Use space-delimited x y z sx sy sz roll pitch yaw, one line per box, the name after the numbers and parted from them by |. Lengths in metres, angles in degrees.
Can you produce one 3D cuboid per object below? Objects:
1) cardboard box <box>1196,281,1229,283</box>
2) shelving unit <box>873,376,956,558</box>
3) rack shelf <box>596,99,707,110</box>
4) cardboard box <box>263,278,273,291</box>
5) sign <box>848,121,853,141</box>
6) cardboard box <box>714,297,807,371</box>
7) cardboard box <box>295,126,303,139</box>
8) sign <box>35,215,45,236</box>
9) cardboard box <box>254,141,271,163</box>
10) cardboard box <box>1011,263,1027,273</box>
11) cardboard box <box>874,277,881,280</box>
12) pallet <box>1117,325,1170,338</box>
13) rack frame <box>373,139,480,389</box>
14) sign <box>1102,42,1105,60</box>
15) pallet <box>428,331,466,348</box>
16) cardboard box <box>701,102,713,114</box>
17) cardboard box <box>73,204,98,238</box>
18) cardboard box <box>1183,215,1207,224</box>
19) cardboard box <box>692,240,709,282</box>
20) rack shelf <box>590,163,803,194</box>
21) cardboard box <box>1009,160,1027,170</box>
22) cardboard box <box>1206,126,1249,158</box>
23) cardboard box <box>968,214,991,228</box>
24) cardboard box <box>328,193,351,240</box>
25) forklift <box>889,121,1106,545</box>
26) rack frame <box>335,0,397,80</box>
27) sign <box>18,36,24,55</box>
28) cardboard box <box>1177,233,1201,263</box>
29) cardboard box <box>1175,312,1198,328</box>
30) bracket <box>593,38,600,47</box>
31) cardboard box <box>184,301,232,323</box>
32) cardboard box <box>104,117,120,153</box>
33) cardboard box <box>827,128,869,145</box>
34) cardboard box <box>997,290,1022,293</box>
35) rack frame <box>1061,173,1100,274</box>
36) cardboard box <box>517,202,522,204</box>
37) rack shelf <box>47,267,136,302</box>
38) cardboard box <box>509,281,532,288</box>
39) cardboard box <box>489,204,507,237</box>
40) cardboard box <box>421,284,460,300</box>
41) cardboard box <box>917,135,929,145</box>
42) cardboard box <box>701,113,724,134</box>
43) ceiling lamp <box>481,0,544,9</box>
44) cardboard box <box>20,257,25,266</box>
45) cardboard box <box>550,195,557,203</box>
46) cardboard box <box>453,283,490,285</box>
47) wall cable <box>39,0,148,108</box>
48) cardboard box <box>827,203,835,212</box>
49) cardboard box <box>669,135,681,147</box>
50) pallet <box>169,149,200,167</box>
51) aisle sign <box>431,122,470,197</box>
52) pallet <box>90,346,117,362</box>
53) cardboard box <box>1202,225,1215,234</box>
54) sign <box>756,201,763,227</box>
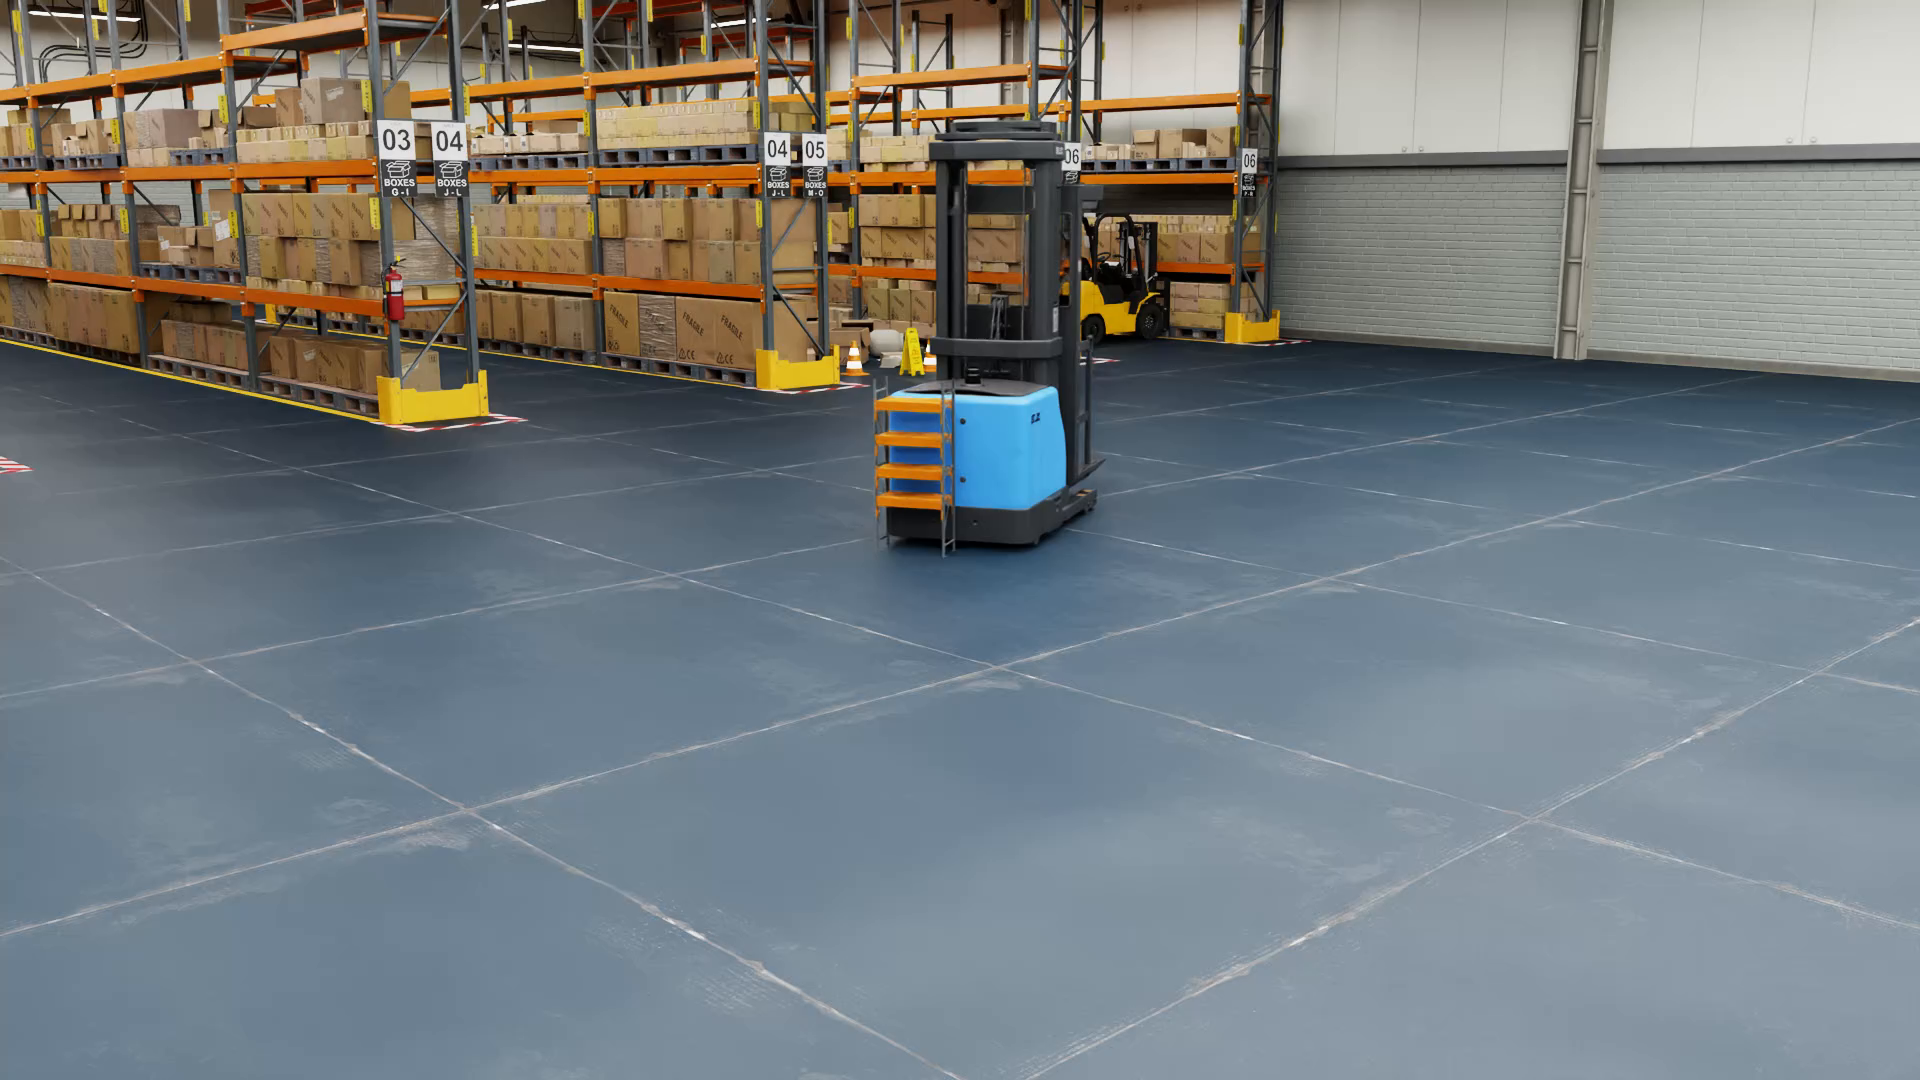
4.436 -4.399 29.126 0.500 0.250 0.500 -11 16 -42 | cardboard box
-0.310 -0.503 11.373 0.503 1.200 0.258 4 13 18 | shelving unit
-5.514 -8.039 31.404 1.077 0.370 4.000 -11 16 -43 | rack shelf
-8.251 -3.125 20.268 0.380 0.149 0.250 -11 16 -43 | cardboard box
-1.770 -6.611 26.873 0.100 0.325 0.005 -11 16 -43 | sign
-2.635 -2.740 22.000 0.875 0.875 0.875 -11 16 -42 | cardboard box
-7.406 -4.675 19.119 0.380 0.149 0.250 -10 16 -41 | cardboard box
-14.463 -4.945 26.138 0.100 0.325 0.005 -11 16 -43 | sign
-8.043 -4.610 19.792 0.500 0.250 0.500 -11 16 -43 | cardboard box
0.979 -4.091 24.958 0.380 0.149 0.250 -10 15 -41 | cardboard box
-1.580 -5.510 34.769 0.380 0.149 0.250 -10 15 -41 | cardboard box
3.582 -3.800 29.831 1.003 0.211 1.213 -11 16 -43 | pallet
-5.776 -2.808 18.109 1.000 3.000 0.127 -11 16 -43 | rack frame
2.635 -9.013 30.648 0.100 0.325 0.005 -11 16 -43 | sign
-8.182 -3.401 27.895 1.003 0.211 1.213 -11 16 -43 | pallet
-3.125 -5.590 21.533 0.380 0.149 0.250 -11 16 -42 | cardboard box
-13.150 -4.906 25.558 0.797 0.503 0.637 -11 16 -42 | cardboard box
4.068 -5.530 28.725 0.380 0.149 0.250 -11 16 -42 | cardboard box
-3.099 -3.783 22.466 0.875 0.550 0.550 -11 16 -43 | cardboard box
-3.500 -4.894 22.579 1.077 0.370 4.000 -11 16 -43 | rack shelf
0.943 -5.549 24.598 0.380 0.149 0.250 -11 16 -42 | cardboard box
4.497 -6.685 27.956 0.500 0.500 0.500 -10 15 -41 | cardboard box
0.537 -4.993 25.249 0.700 0.500 0.500 -11 16 -42 | cardboard box
-6.684 -3.611 18.541 0.500 0.500 0.500 -11 16 -43 | cardboard box
0.443 -1.653 12.671 1.130 2.935 3.031 4 12 18 | forklift
-10.406 -8.174 29.288 1.000 3.000 0.127 -11 16 -43 | rack frame
-16.423 -8.652 29.093 0.100 0.325 0.005 -11 16 -43 | sign
4.098 -5.043 28.707 0.500 0.500 0.500 -10 15 -41 | cardboard box
4.090 -3.839 28.885 0.500 0.250 0.500 -11 16 -43 | cardboard box
-9.460 -12.794 42.790 0.235 0.232 0.430 -11 16 -43 | bracket
-10.442 -3.165 23.085 0.500 0.250 0.500 -9 14 -36 | cardboard box
-11.774 -5.780 23.804 0.797 0.503 0.637 -10 15 -39 | cardboard box
-1.863 -6.686 27.590 0.500 0.250 0.500 -10 16 -41 | cardboard box
0.654 -3.651 26.114 0.500 0.500 0.500 11 16 43 | cardboard box
2.217 -5.465 31.006 1.000 3.000 0.127 -11 16 -43 | rack frame
-9.170 -6.879 35.141 0.500 0.500 0.500 11 16 44 | cardboard box
-12.682 -3.916 25.266 1.077 0.370 4.000 -11 16 -43 | rack shelf
-9.129 -5.393 35.963 0.875 0.438 0.875 11 16 43 | cardboard box
-6.990 -5.051 26.267 0.700 0.500 0.500 -11 16 -43 | cardboard box
-5.800 -2.760 18.498 0.380 0.149 0.250 -11 16 -43 | cardboard box
-0.450 -6.236 25.959 0.380 0.149 0.250 -11 16 -43 | cardboard box
-3.004 -5.387 21.535 0.500 0.250 0.500 -11 16 -42 | cardboard box
-7.899 -11.312 30.050 0.800 3.185 2.000 -11 16 -43 | ceiling lamp
-15.221 -4.586 27.358 0.380 0.149 0.250 -11 16 -42 | cardboard box
-8.175 -6.993 34.088 0.380 0.149 0.250 -11 16 -44 | cardboard box
-8.295 -4.209 28.205 0.500 0.250 0.500 -11 16 -43 | cardboard box
-18.237 -10.963 34.850 2.277 5.999 0.120 -11 16 -43 | wall cable
-2.338 -5.626 28.151 0.250 0.149 0.380 11 16 43 | cardboard box
-3.646 -5.310 22.150 0.380 0.149 0.250 -11 16 -42 | cardboard box
-9.606 -5.025 21.901 1.213 0.211 1.003 -11 16 -43 | pallet
-5.516 -4.114 18.006 0.394 0.787 0.004 -11 16 -43 | aisle sign
-12.629 -2.914 25.531 1.003 0.211 1.213 -11 16 -43 | pallet
4.339 -5.293 28.314 0.380 0.149 0.250 -11 16 -42 | cardboard box
-2.521 -4.094 20.895 0.100 0.325 0.005 -11 16 -43 | sign
